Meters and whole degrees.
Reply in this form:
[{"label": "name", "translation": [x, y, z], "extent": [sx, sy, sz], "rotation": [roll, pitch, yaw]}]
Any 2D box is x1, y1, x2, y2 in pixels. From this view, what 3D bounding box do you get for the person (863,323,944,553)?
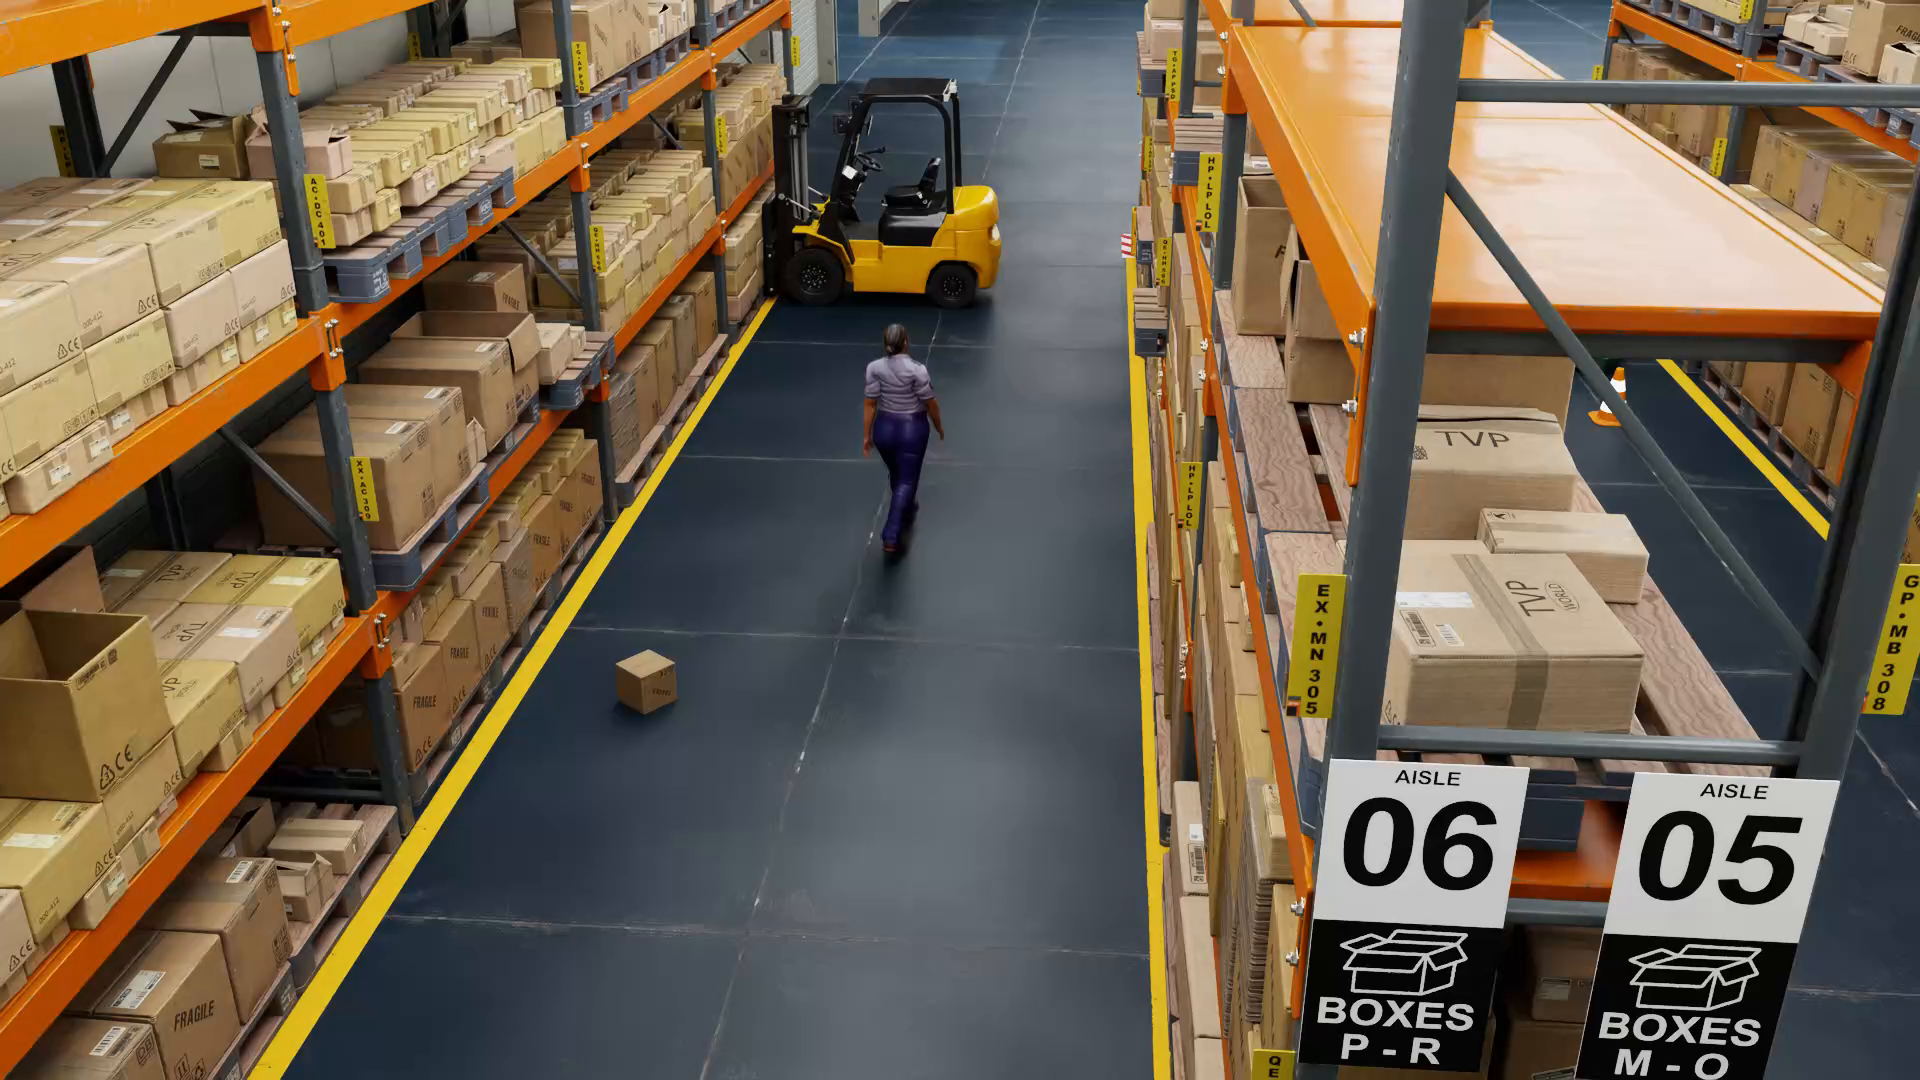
[{"label": "person", "translation": [-0.388, -0.770, 11.679], "extent": [0.499, 1.591, 0.998], "rotation": [9, 26, 18]}]
